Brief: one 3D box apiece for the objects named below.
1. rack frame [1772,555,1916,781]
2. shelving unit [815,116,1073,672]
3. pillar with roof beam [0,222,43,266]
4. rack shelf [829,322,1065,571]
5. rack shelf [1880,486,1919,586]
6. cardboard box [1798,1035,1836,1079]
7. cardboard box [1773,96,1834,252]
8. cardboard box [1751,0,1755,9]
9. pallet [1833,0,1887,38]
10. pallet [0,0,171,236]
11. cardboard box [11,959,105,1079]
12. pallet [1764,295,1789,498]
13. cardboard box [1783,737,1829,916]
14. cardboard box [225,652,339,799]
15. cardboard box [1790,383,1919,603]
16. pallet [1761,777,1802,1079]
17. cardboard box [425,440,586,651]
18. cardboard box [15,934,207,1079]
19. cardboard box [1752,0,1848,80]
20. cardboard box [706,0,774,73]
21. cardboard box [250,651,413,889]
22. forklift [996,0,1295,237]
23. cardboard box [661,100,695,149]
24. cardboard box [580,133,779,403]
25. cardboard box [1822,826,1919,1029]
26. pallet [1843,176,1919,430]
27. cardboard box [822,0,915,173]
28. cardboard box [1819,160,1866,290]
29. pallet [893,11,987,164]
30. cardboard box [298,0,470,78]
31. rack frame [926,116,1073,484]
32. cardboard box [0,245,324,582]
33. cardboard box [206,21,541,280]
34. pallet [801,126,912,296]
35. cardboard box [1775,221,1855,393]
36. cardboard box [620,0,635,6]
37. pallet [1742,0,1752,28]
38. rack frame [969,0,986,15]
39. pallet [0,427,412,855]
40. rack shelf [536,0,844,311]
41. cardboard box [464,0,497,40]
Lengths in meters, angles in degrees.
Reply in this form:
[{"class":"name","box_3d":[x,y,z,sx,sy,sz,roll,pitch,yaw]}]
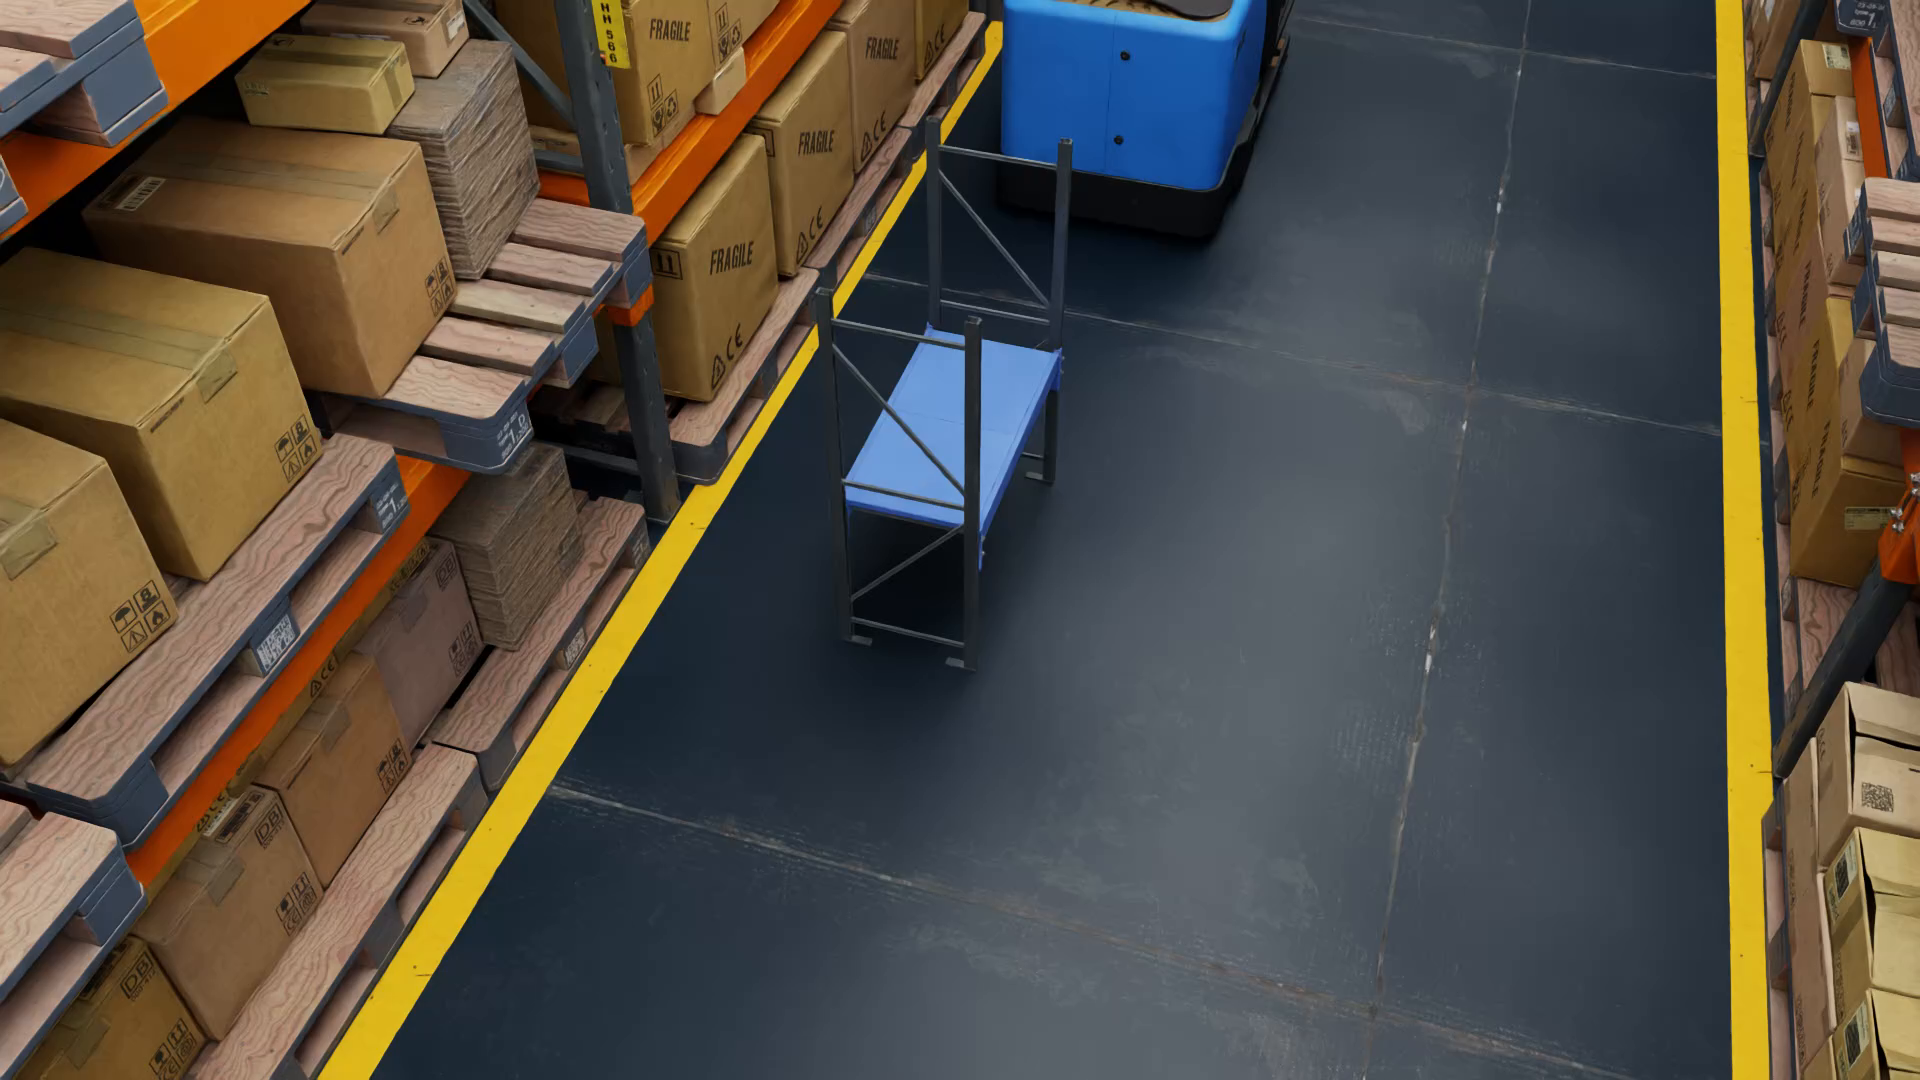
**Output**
[{"class":"rack frame","box_3d":[3.159,-0.225,4.335,1.000,3.000,0.127,13,46,13]},{"class":"shelving unit","box_3d":[-0.026,-0.479,5.667,0.538,1.500,1.048,13,46,12]},{"class":"pillar with roof beam","box_3d":[1.322,-1.821,1.677,9.100,9.000,0.400,13,46,13]},{"class":"rack shelf","box_3d":[-0.026,-0.351,5.793,0.538,0.185,1.000,13,46,12]},{"class":"rack shelf","box_3d":[2.553,1.365,3.224,1.077,0.370,4.000,13,46,13]},{"class":"cardboard box","box_3d":[2.417,1.578,4.159,0.500,0.250,0.500,11,46,11]},{"class":"cardboard box","box_3d":[3.841,-1.526,7.138,0.500,0.500,0.500,13,46,13]},{"class":"cardboard box","box_3d":[4.500,-3.027,8.807,0.500,0.311,0.500,13,46,13]},{"class":"pallet","box_3d":[4.024,-2.313,6.606,1.003,0.211,1.213,13,46,13]},{"class":"pallet","box_3d":[-2.175,-0.691,2.801,1.213,0.211,1.003,13,46,13]},{"class":"cardboard box","box_3d":[-2.437,1.074,3.944,0.500,0.250,0.500,12,46,12]},{"class":"pallet","box_3d":[3.792,-0.528,6.639,1.003,0.211,1.213,13,46,13]},{"class":"cardboard box","box_3d":[2.720,0.895,4.857,0.500,0.250,0.500,12,46,12]},{"class":"cardboard box","box_3d":[-2.115,0.398,4.635,0.500,0.250,0.500,12,46,12]},{"class":"cardboard box","box_3d":[3.218,-0.162,5.743,0.500,0.500,0.500,14,46,14]},{"class":"pallet","box_3d":[2.872,1.312,4.758,1.003,0.211,1.213,13,46,13]},{"class":"cardboard box","box_3d":[-1.732,-0.045,5.623,0.700,0.500,0.500,13,46,13]},{"class":"cardboard box","box_3d":[-2.459,1.282,4.268,0.700,0.500,0.500,12,46,12]},{"class":"cardboard box","box_3d":[4.273,-2.595,8.230,0.500,0.500,0.500,13,46,13]},{"class":"cardboard box","box_3d":[-1.005,-2.038,5.889,0.500,0.500,0.500,14,46,14]},{"class":"cardboard box","box_3d":[-2.122,0.611,4.953,0.700,0.500,0.500,12,46,12]},{"class":"forklift","box_3d":[1.103,-3.473,7.703,1.130,2.935,3.031,13,46,13]},{"class":"cardboard box","box_3d":[-1.158,-1.526,5.830,0.380,0.149,0.250,13,46,13]},{"class":"cardboard box","box_3d":[-1.216,-1.116,6.482,0.750,0.750,0.750,12,46,12]},{"class":"cardboard box","box_3d":[2.569,1.046,4.301,0.500,0.311,0.500,11,46,12]},{"class":"pallet","box_3d":[3.297,-0.623,4.879,1.213,0.211,1.003,13,46,13]},{"class":"cardboard box","box_3d":[-0.691,-2.266,7.657,0.750,0.750,0.750,14,46,14]},{"class":"cardboard box","box_3d":[3.537,-1.151,6.218,0.500,0.250,0.500,12,46,12]},{"class":"pallet","box_3d":[-0.514,-2.411,8.563,1.003,0.211,1.213,13,46,13]},{"class":"cardboard box","box_3d":[-1.639,-1.460,4.748,0.380,0.149,0.250,7,45,7]},{"class":"rack frame","box_3d":[0.128,-0.818,6.014,0.500,1.500,0.032,13,46,12]},{"class":"cardboard box","box_3d":[-2.052,-0.314,4.040,0.700,0.500,0.500,13,46,13]},{"class":"cardboard box","box_3d":[-1.696,-1.149,4.894,0.700,0.500,0.500,8,45,8]},{"class":"pallet","box_3d":[-0.881,-1.595,7.729,1.003,0.211,1.213,13,46,13]},{"class":"cardboard box","box_3d":[3.529,-0.858,6.455,0.500,0.500,0.500,11,45,11]},{"class":"cardboard box","box_3d":[-1.171,-1.956,5.270,0.500,0.250,0.500,14,46,13]},{"class":"pallet","box_3d":[4.947,-3.168,9.337,1.003,0.211,1.213,13,46,13]},{"class":"rack frame","box_3d":[-0.352,-3.938,8.130,1.000,3.000,0.127,13,46,13]},{"class":"pallet","box_3d":[-2.124,0.125,4.115,1.003,0.211,1.213,13,46,13]},{"class":"rack shelf","box_3d":[-0.958,-2.348,7.019,1.077,0.370,4.000,13,46,13]},{"class":"cardboard box","box_3d":[-1.671,-1.792,5.638,0.500,0.500,0.500,13,46,13]}]
